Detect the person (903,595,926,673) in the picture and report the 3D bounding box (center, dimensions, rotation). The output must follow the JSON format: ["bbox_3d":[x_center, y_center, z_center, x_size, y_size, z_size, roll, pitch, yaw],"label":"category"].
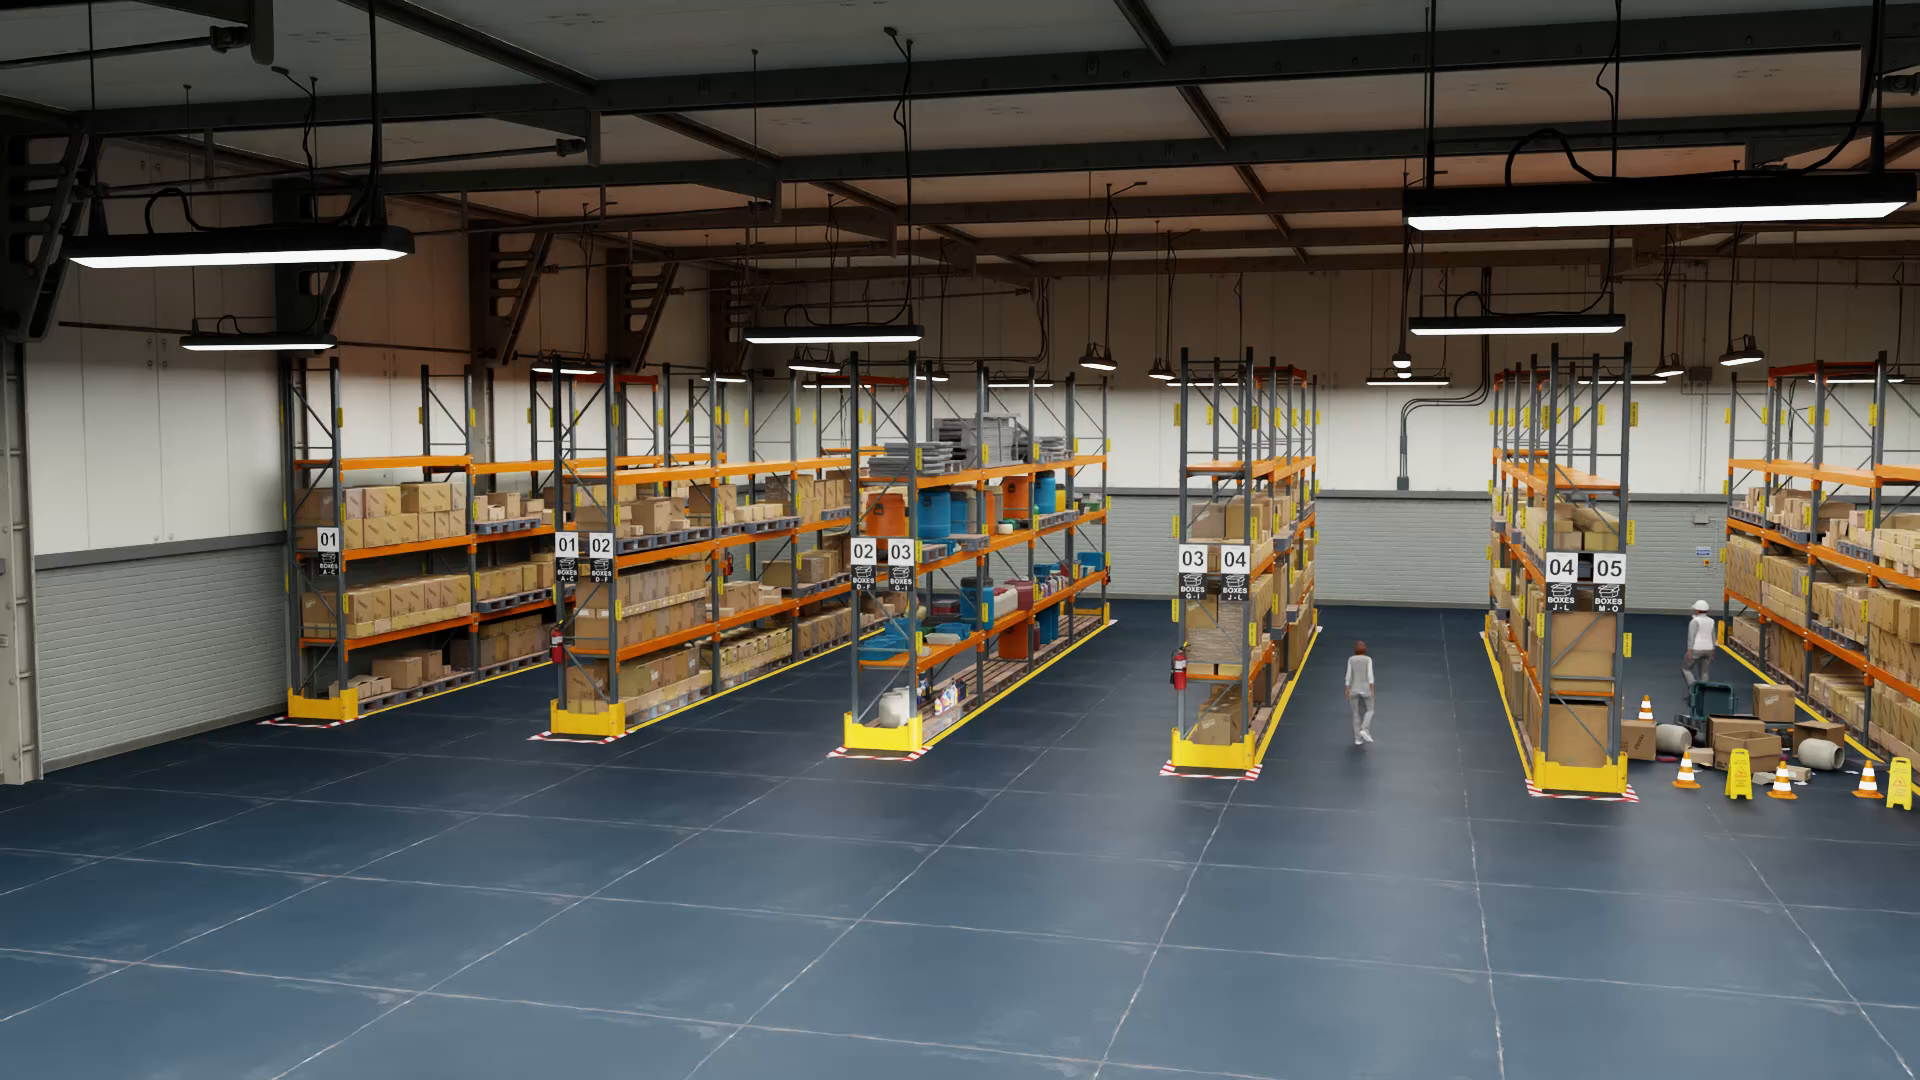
[{"bbox_3d":[-0.799,1.832,32.444,0.582,1.586,0.697,2,5,25],"label":"person"}]

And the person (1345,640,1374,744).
[{"bbox_3d":[6.111,2.339,25.444,0.438,1.597,0.441,1,4,18],"label":"person"}]

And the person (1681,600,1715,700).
[{"bbox_3d":[13.101,1.958,29.451,0.565,1.784,0.422,-1,4,-12],"label":"person"}]
